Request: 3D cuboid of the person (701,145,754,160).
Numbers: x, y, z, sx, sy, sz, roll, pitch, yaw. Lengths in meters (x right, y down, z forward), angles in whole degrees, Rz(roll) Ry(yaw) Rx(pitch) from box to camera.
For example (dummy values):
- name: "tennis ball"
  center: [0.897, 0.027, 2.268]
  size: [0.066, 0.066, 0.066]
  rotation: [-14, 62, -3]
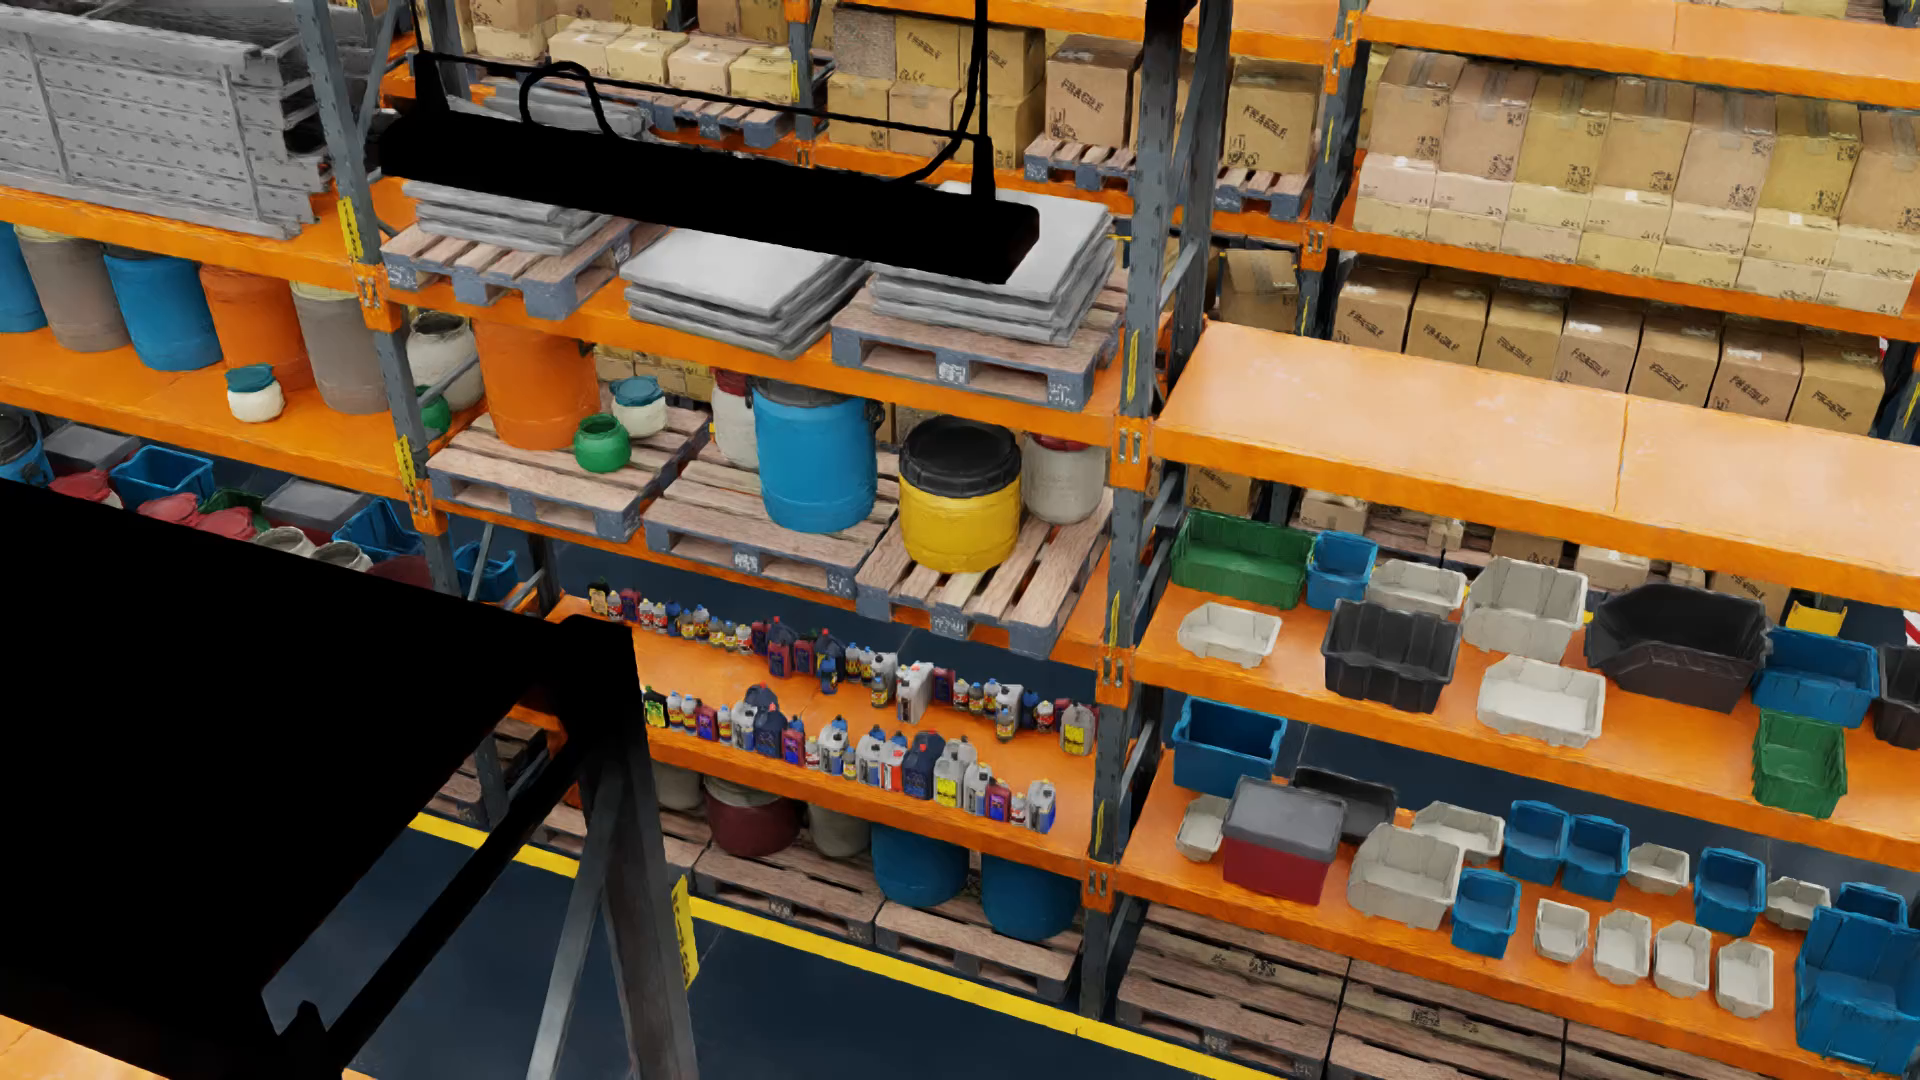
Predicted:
- name: "person"
  center: [-2.371, -4.094, 17.563]
  size: [0.807, 1.610, 0.639]
  rotation: [3, 37, 4]

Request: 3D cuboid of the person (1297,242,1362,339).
- name: "person"
  center: [3.456, -2.613, 15.405]
  size: [0.642, 1.766, 0.469]
  rotation: [1, 36, 1]
